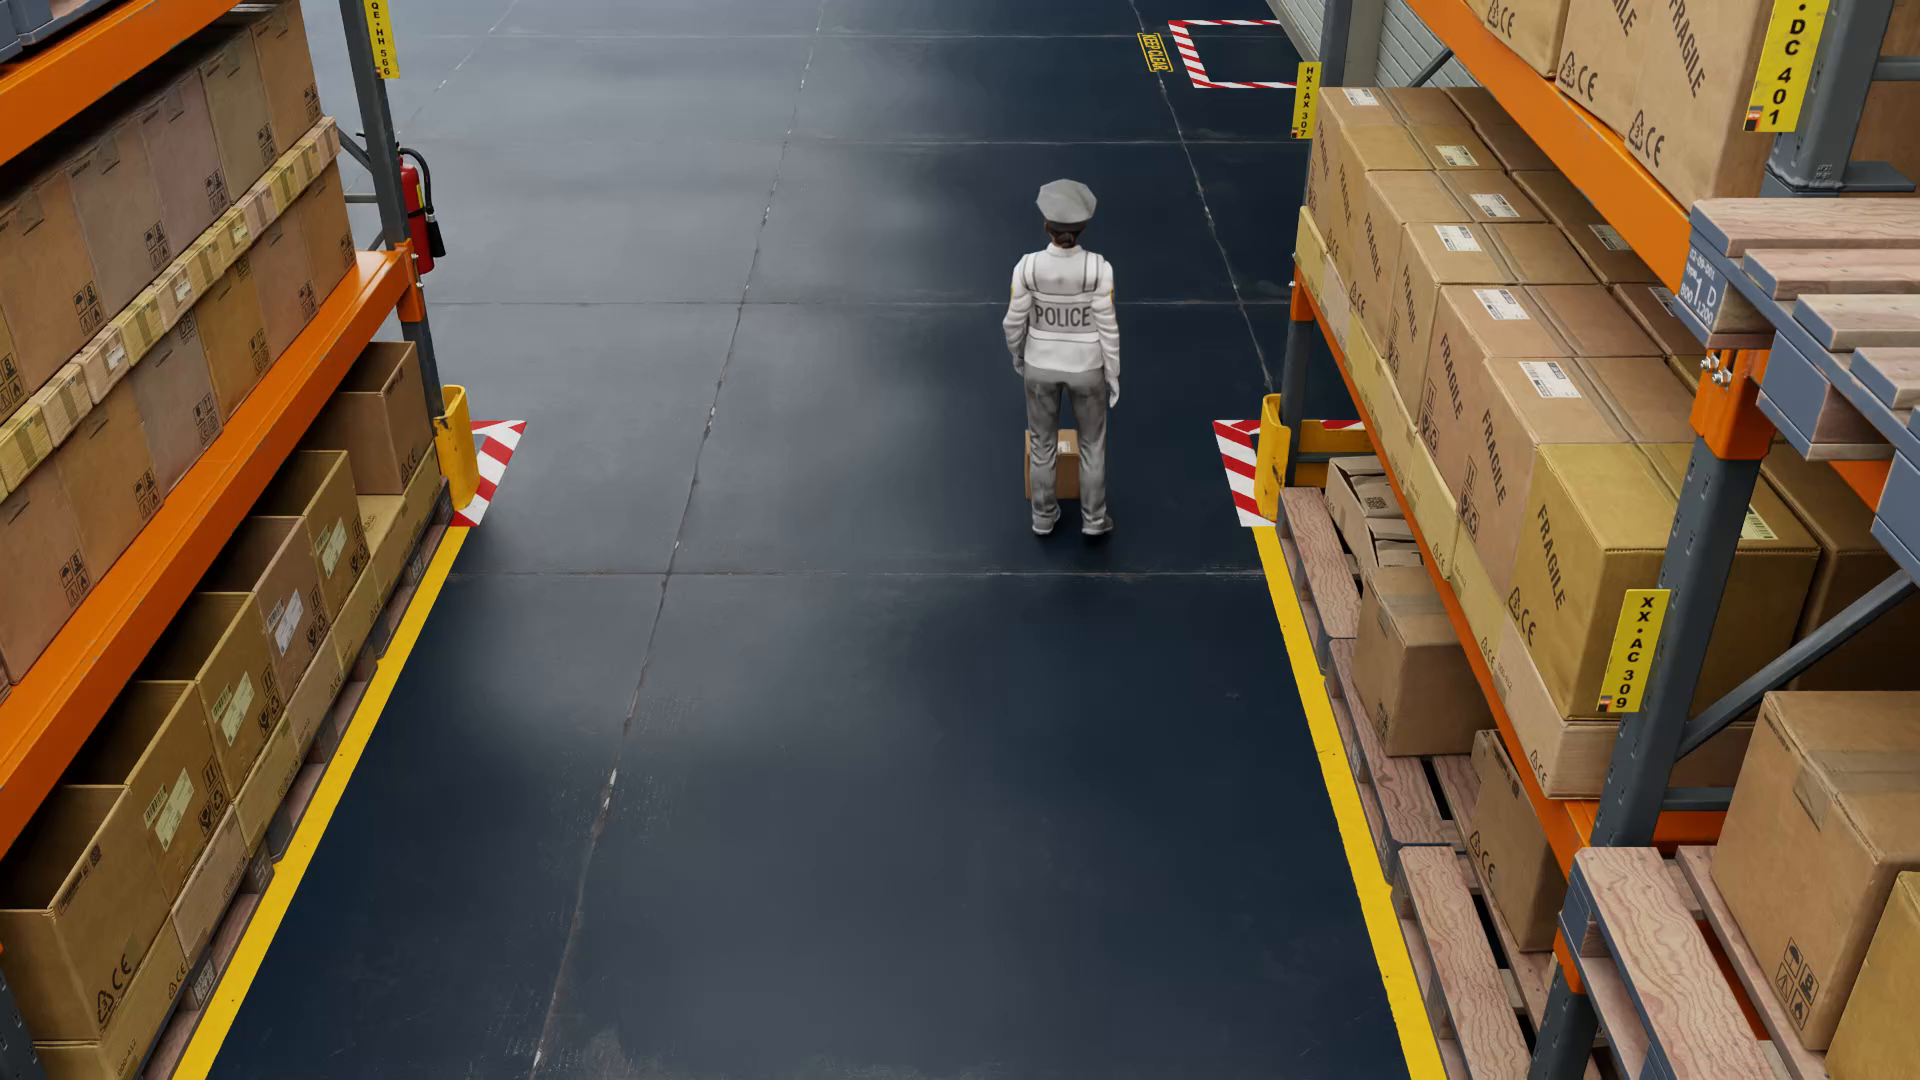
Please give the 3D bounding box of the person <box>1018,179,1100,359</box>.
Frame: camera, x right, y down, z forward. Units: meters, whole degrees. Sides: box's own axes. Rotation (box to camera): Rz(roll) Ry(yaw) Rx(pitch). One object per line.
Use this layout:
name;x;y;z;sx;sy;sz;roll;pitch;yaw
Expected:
person;0.440;-1.117;7.029;0.374;0.816;0.348;5;32;7
